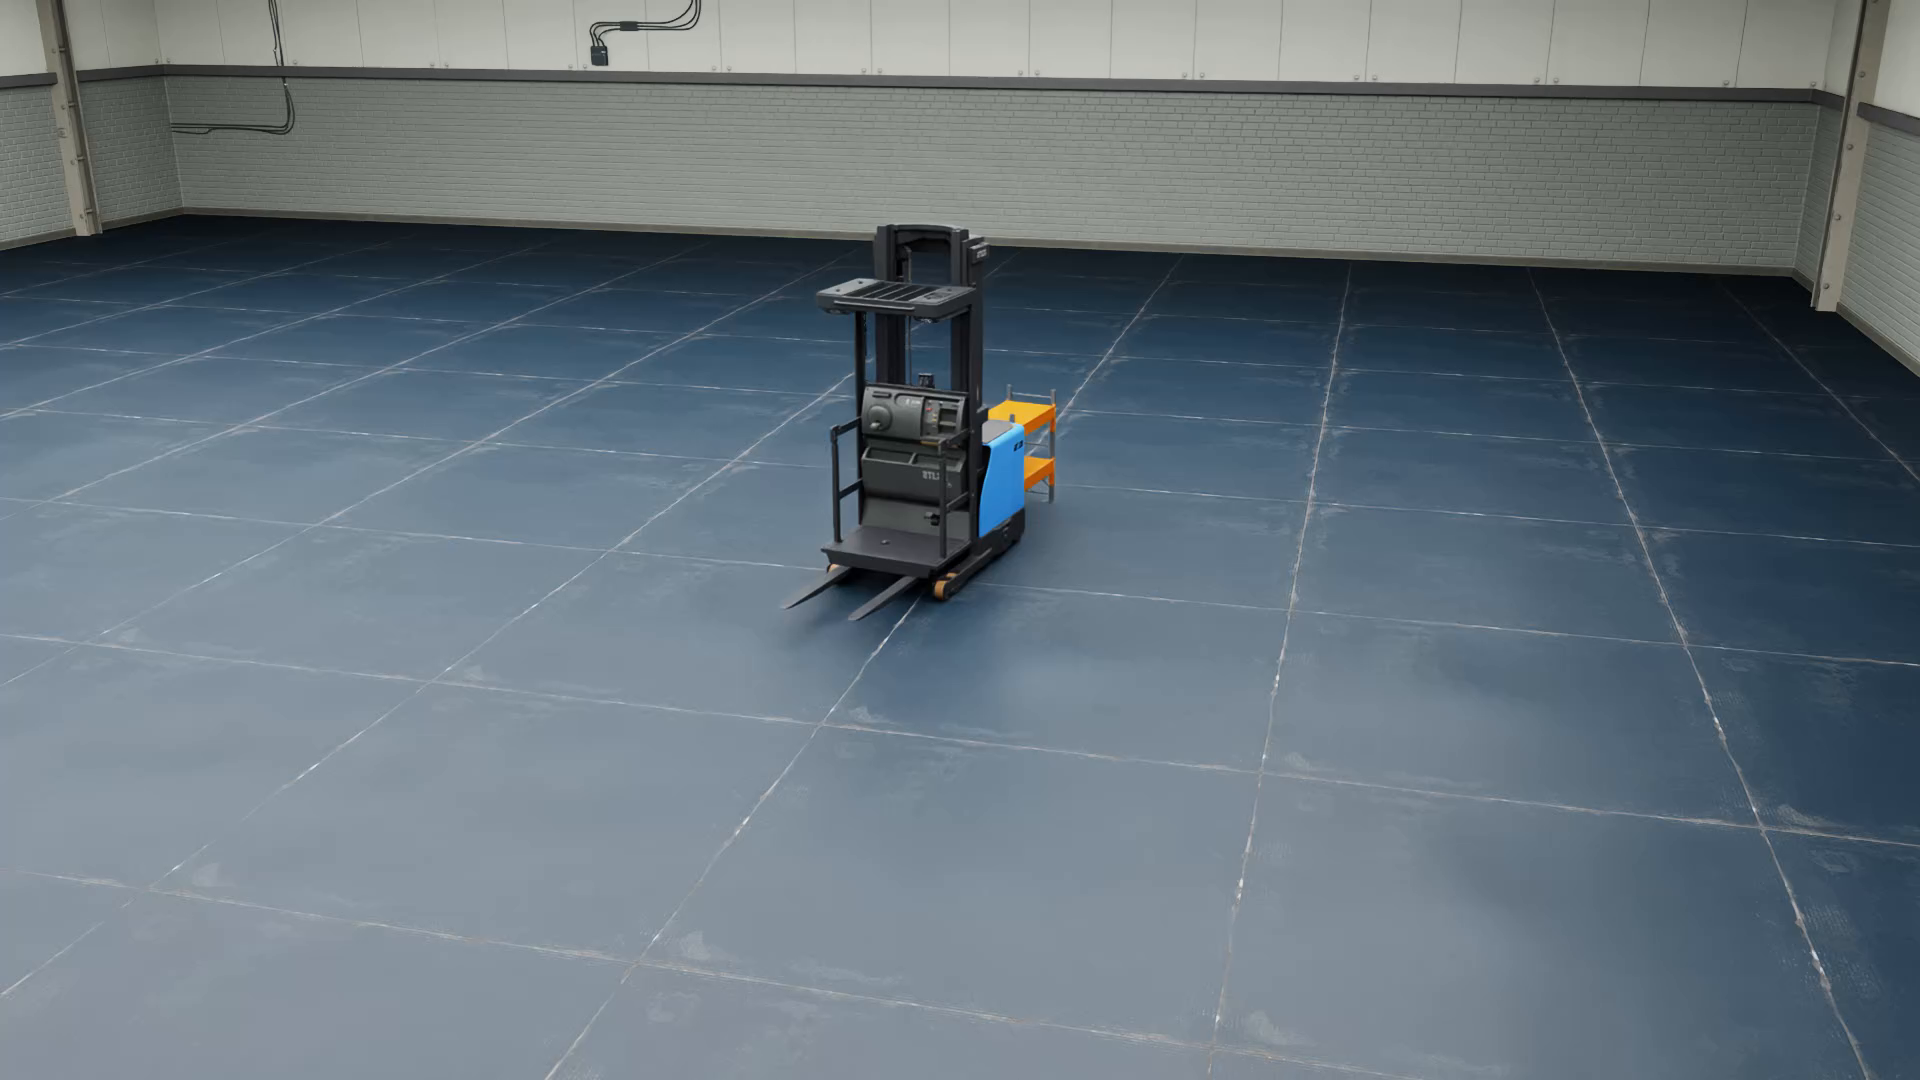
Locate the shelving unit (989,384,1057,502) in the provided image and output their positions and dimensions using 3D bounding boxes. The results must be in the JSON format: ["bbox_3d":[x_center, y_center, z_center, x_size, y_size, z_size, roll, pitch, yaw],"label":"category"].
[{"bbox_3d":[0.477,-0.788,15.755,0.538,1.125,1.048,8,21,23],"label":"shelving unit"}]

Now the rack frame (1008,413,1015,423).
[{"bbox_3d":[0.266,-0.639,15.318,0.500,1.125,0.032,8,21,23],"label":"rack frame"}]

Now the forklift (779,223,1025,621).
[{"bbox_3d":[-0.478,-1.050,13.727,1.130,2.935,3.031,8,21,23],"label":"forklift"}]

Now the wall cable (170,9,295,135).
[{"bbox_3d":[-15.230,-9.659,34.347,3.097,2.526,0.112,5,19,13],"label":"wall cable"}]

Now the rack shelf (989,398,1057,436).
[{"bbox_3d":[0.477,-1.065,15.661,0.538,0.278,1.000,8,21,23],"label":"rack shelf"}]

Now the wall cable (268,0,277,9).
[{"bbox_3d":[-12.607,-11.835,32.905,3.097,2.526,0.112,5,19,13],"label":"wall cable"}]

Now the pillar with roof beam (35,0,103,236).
[{"bbox_3d":[-13.058,-9.969,30.452,9.100,9.000,0.400,5,19,13],"label":"pillar with roof beam"}]

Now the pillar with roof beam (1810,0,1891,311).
[{"bbox_3d":[9.139,-8.161,25.160,9.100,9.000,0.400,5,19,13],"label":"pillar with roof beam"}]

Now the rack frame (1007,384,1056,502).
[{"bbox_3d":[0.689,-0.938,16.193,0.500,1.125,0.032,8,21,23],"label":"rack frame"}]

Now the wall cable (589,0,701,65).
[{"bbox_3d":[-6.028,-11.983,31.086,2.305,6.003,0.169,5,19,13],"label":"wall cable"}]

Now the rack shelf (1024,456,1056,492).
[{"bbox_3d":[0.477,-0.557,15.834,0.538,0.278,1.000,8,21,23],"label":"rack shelf"}]
